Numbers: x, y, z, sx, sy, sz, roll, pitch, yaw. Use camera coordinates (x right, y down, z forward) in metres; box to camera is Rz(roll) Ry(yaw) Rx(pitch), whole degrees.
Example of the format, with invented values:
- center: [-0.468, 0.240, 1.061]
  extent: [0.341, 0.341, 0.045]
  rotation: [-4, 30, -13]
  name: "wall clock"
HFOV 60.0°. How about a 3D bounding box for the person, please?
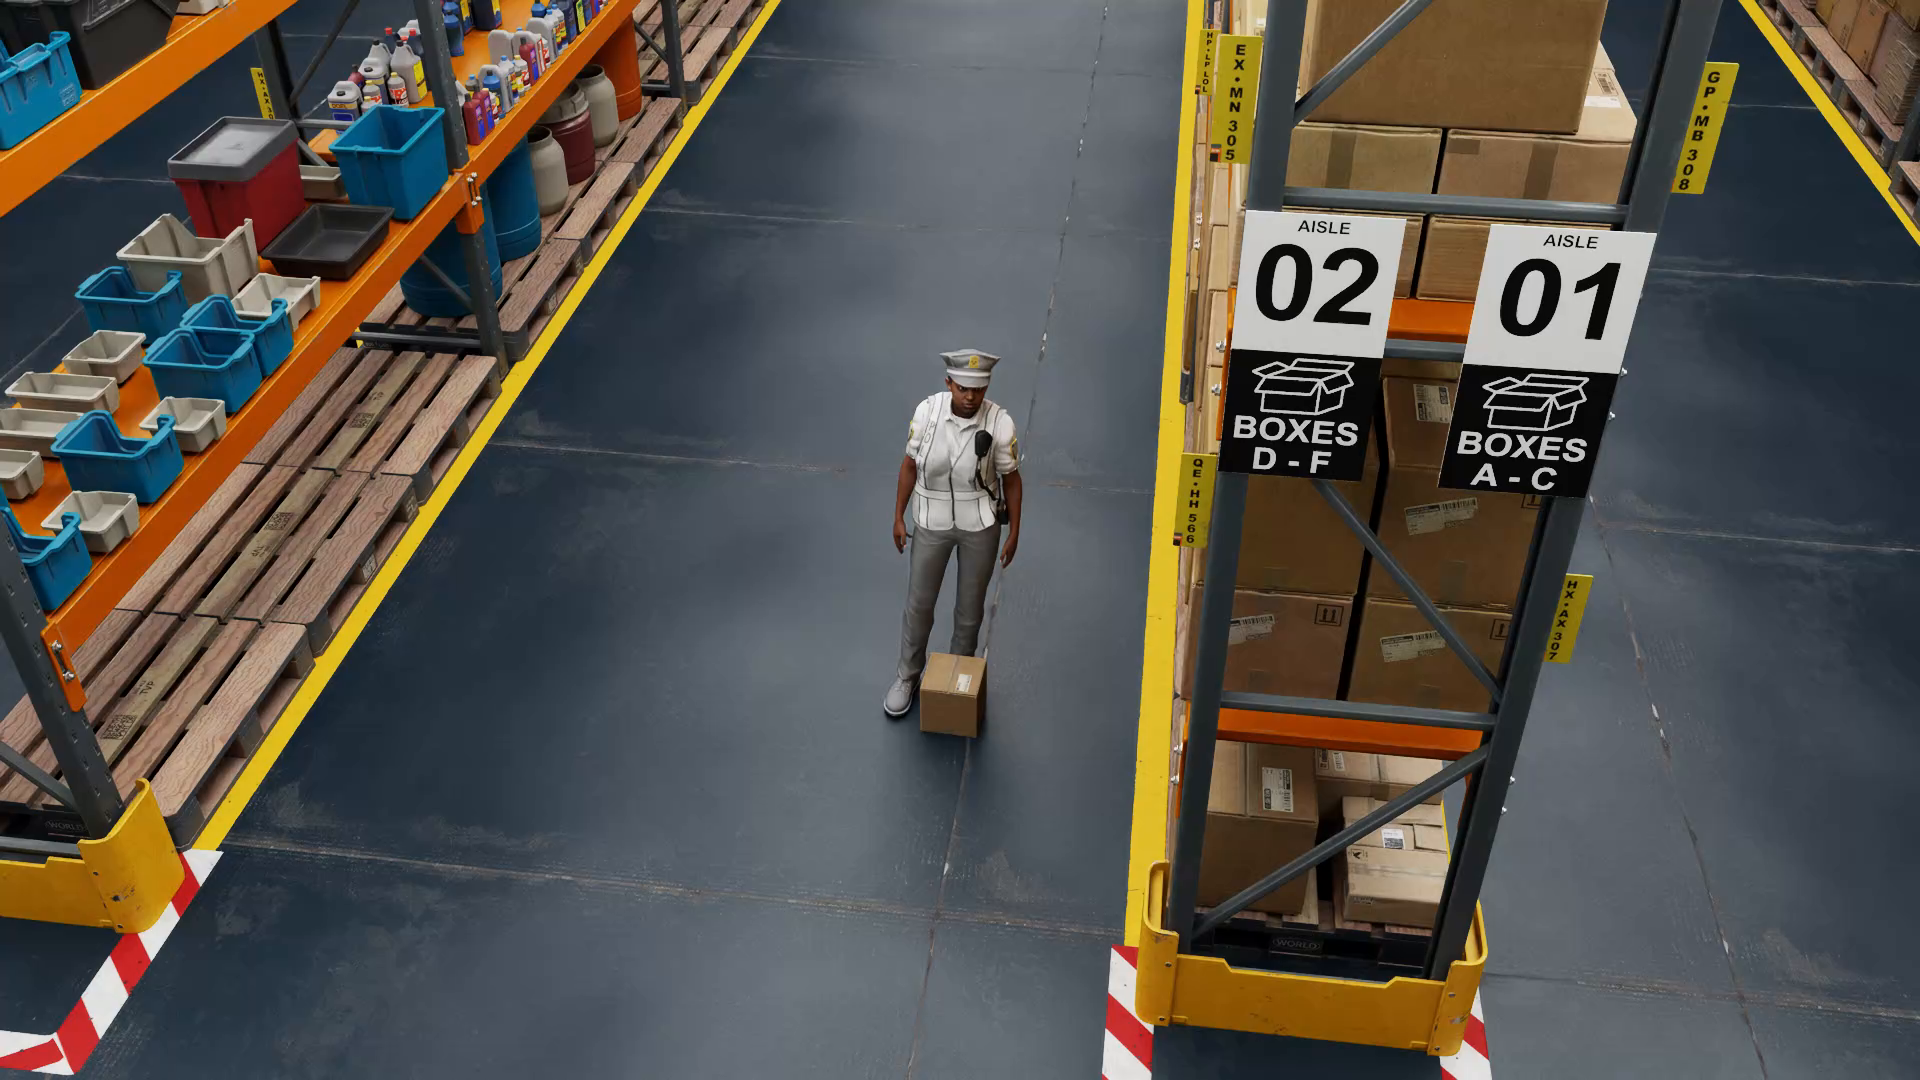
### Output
- center: [-0.033, -0.031, 7.038]
  extent: [0.569, 1.694, 0.529]
  rotation: [4, 37, 6]
  name: "person"
